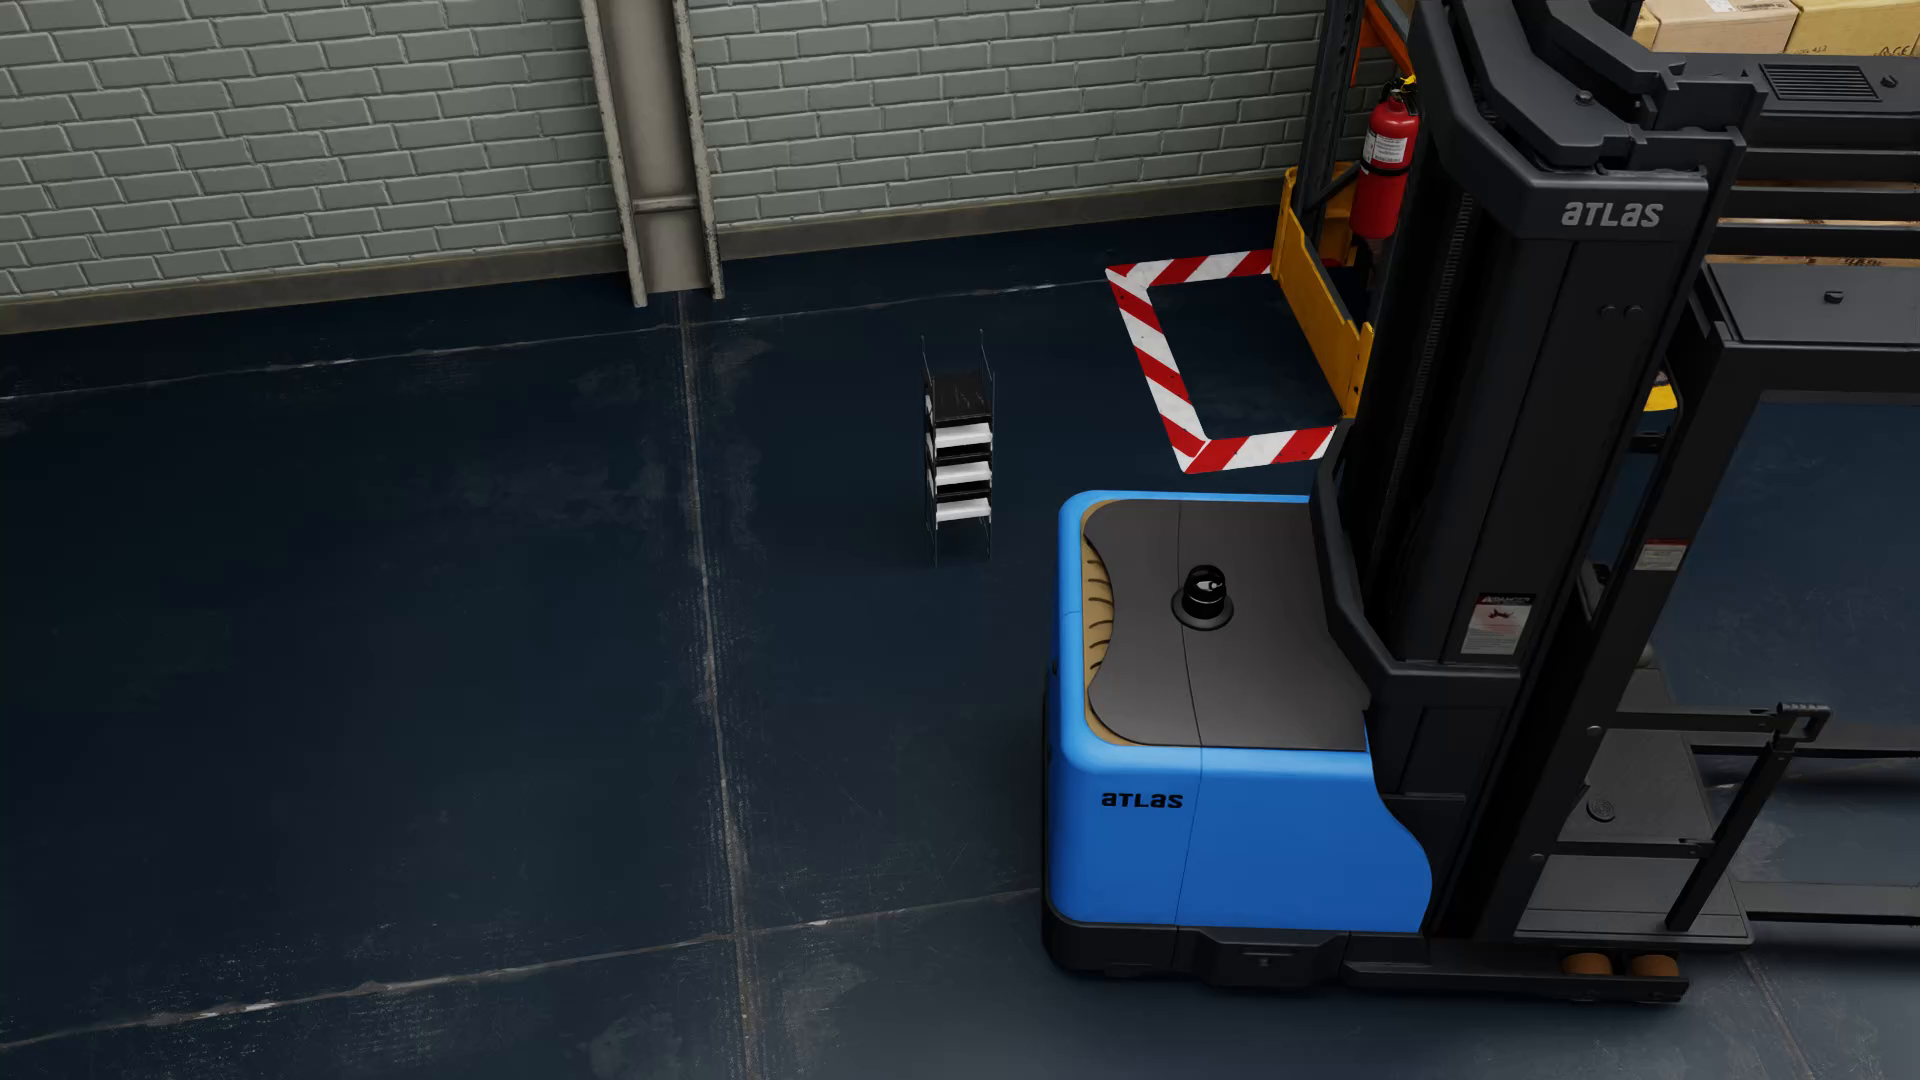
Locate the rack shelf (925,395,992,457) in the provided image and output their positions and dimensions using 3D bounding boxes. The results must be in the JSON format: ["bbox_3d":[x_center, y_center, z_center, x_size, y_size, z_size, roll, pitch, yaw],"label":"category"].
[{"bbox_3d":[-0.008,-0.413,5.819,0.200,0.077,0.258,-7,46,-7],"label":"rack shelf"}]

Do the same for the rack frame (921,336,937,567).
[{"bbox_3d":[-0.108,-0.299,5.913,0.006,0.900,0.240,-7,46,-7],"label":"rack frame"}]

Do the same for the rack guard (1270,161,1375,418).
[{"bbox_3d":[1.638,-1.018,6.883,0.348,0.500,1.175,-7,46,-7],"label":"rack guard"}]

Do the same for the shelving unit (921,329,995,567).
[{"bbox_3d":[-0.008,-0.311,5.925,0.210,0.900,0.258,-7,46,-7],"label":"shelving unit"}]

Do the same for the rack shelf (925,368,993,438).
[{"bbox_3d":[-0.008,-0.475,5.755,0.200,0.077,0.258,-7,46,-7],"label":"rack shelf"}]

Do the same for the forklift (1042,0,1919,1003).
[{"bbox_3d":[1.776,-0.038,4.251,3.031,2.935,1.130,1,46,1],"label":"forklift"}]

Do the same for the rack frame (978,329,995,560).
[{"bbox_3d":[0.092,-0.324,5.937,0.006,0.900,0.240,-7,46,-7],"label":"rack frame"}]

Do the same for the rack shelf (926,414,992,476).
[{"bbox_3d":[-0.008,-0.351,5.884,0.200,0.077,0.258,-7,46,-7],"label":"rack shelf"}]

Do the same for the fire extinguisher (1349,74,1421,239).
[{"bbox_3d":[1.497,-1.373,5.803,0.183,0.674,0.296,-7,46,-7],"label":"fire extinguisher"}]

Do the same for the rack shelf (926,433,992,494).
[{"bbox_3d":[-0.008,-0.288,5.949,0.200,0.077,0.258,-7,46,-7],"label":"rack shelf"}]

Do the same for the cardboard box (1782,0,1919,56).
[{"bbox_3d":[3.052,-1.918,5.912,0.500,0.250,0.500,-8,47,-8],"label":"cardboard box"}]

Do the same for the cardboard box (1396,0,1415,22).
[{"bbox_3d":[1.844,-2.020,6.287,0.250,0.149,0.380,-8,47,-7],"label":"cardboard box"}]

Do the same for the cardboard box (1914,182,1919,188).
[{"bbox_3d":[4.054,-1.367,6.928,0.500,0.500,0.700,-9,47,-8],"label":"cardboard box"}]

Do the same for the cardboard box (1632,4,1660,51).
[{"bbox_3d":[2.056,-1.791,5.790,0.500,0.250,0.500,-7,46,-7],"label":"cardboard box"}]

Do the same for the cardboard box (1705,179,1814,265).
[{"bbox_3d":[3.031,-1.239,6.805,0.500,0.500,0.700,-5,46,-5],"label":"cardboard box"}]

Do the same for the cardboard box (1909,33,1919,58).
[{"bbox_3d":[3.552,-1.996,5.988,0.500,0.250,0.500,-8,47,-8],"label":"cardboard box"}]

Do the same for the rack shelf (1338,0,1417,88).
[{"bbox_3d":[3.534,-1.871,6.470,4.000,0.370,1.077,-7,46,-7],"label":"rack shelf"}]

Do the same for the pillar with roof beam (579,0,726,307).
[{"bbox_3d":[-0.513,-1.211,1.168,0.400,9.000,9.100,-7,46,-7],"label":"pillar with roof beam"}]

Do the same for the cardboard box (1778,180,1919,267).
[{"bbox_3d":[3.569,-1.233,6.799,0.500,0.500,0.500,-6,46,-6],"label":"cardboard box"}]

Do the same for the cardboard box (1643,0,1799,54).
[{"bbox_3d":[2.553,-1.853,5.850,0.500,0.250,0.500,-7,46,-6],"label":"cardboard box"}]

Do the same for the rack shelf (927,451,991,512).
[{"bbox_3d":[-0.008,-0.226,6.014,0.200,0.077,0.258,-7,46,-7],"label":"rack shelf"}]

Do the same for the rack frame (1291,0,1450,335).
[{"bbox_3d":[1.563,-1.876,5.974,0.127,3.000,1.000,-7,46,-7],"label":"rack frame"}]

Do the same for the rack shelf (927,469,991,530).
[{"bbox_3d":[-0.008,-0.163,6.079,0.200,0.077,0.258,-7,46,-7],"label":"rack shelf"}]

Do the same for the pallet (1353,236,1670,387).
[{"bbox_3d":[2.424,-1.016,7.082,1.213,0.211,1.003,-7,46,-7],"label":"pallet"}]
